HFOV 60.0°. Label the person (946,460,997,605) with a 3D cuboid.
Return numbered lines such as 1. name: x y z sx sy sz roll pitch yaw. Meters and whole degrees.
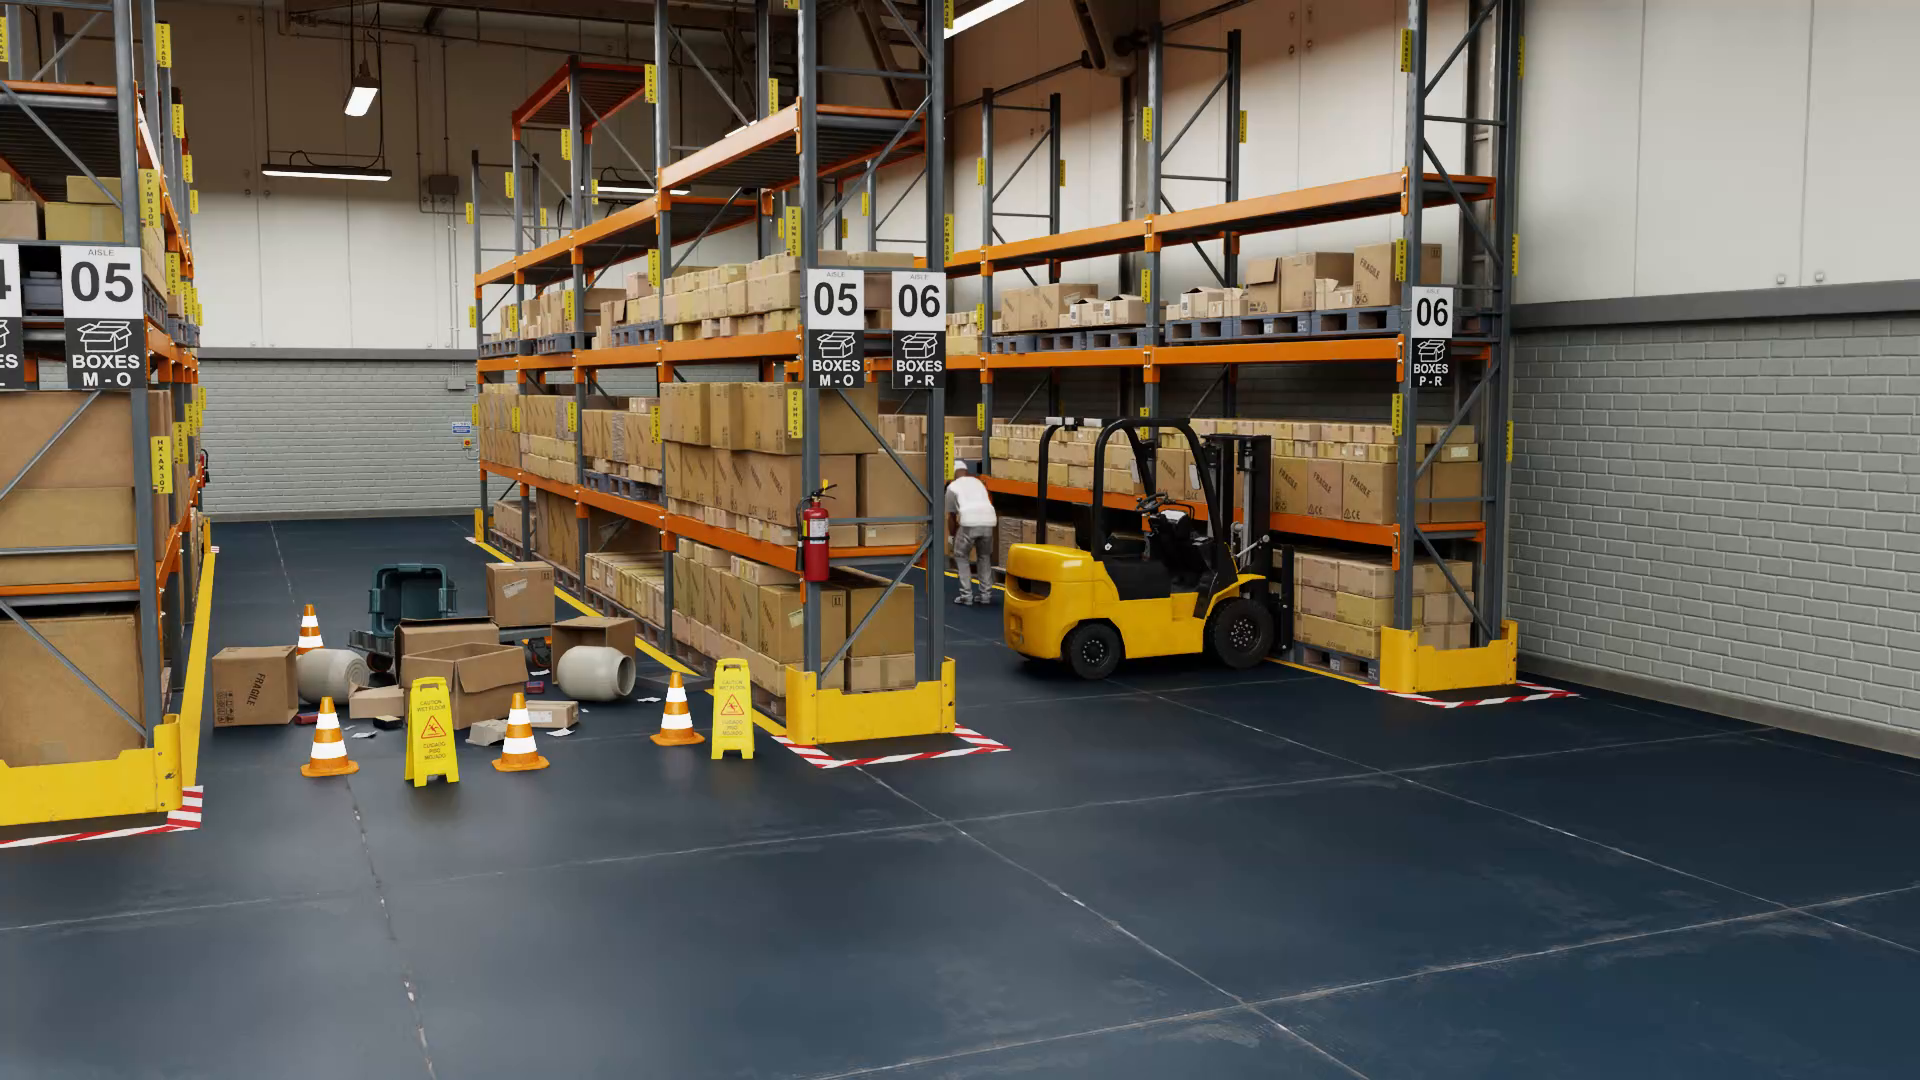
1. person: 0.092 -0.091 18.633 0.481 1.585 0.786 -2 6 -25
